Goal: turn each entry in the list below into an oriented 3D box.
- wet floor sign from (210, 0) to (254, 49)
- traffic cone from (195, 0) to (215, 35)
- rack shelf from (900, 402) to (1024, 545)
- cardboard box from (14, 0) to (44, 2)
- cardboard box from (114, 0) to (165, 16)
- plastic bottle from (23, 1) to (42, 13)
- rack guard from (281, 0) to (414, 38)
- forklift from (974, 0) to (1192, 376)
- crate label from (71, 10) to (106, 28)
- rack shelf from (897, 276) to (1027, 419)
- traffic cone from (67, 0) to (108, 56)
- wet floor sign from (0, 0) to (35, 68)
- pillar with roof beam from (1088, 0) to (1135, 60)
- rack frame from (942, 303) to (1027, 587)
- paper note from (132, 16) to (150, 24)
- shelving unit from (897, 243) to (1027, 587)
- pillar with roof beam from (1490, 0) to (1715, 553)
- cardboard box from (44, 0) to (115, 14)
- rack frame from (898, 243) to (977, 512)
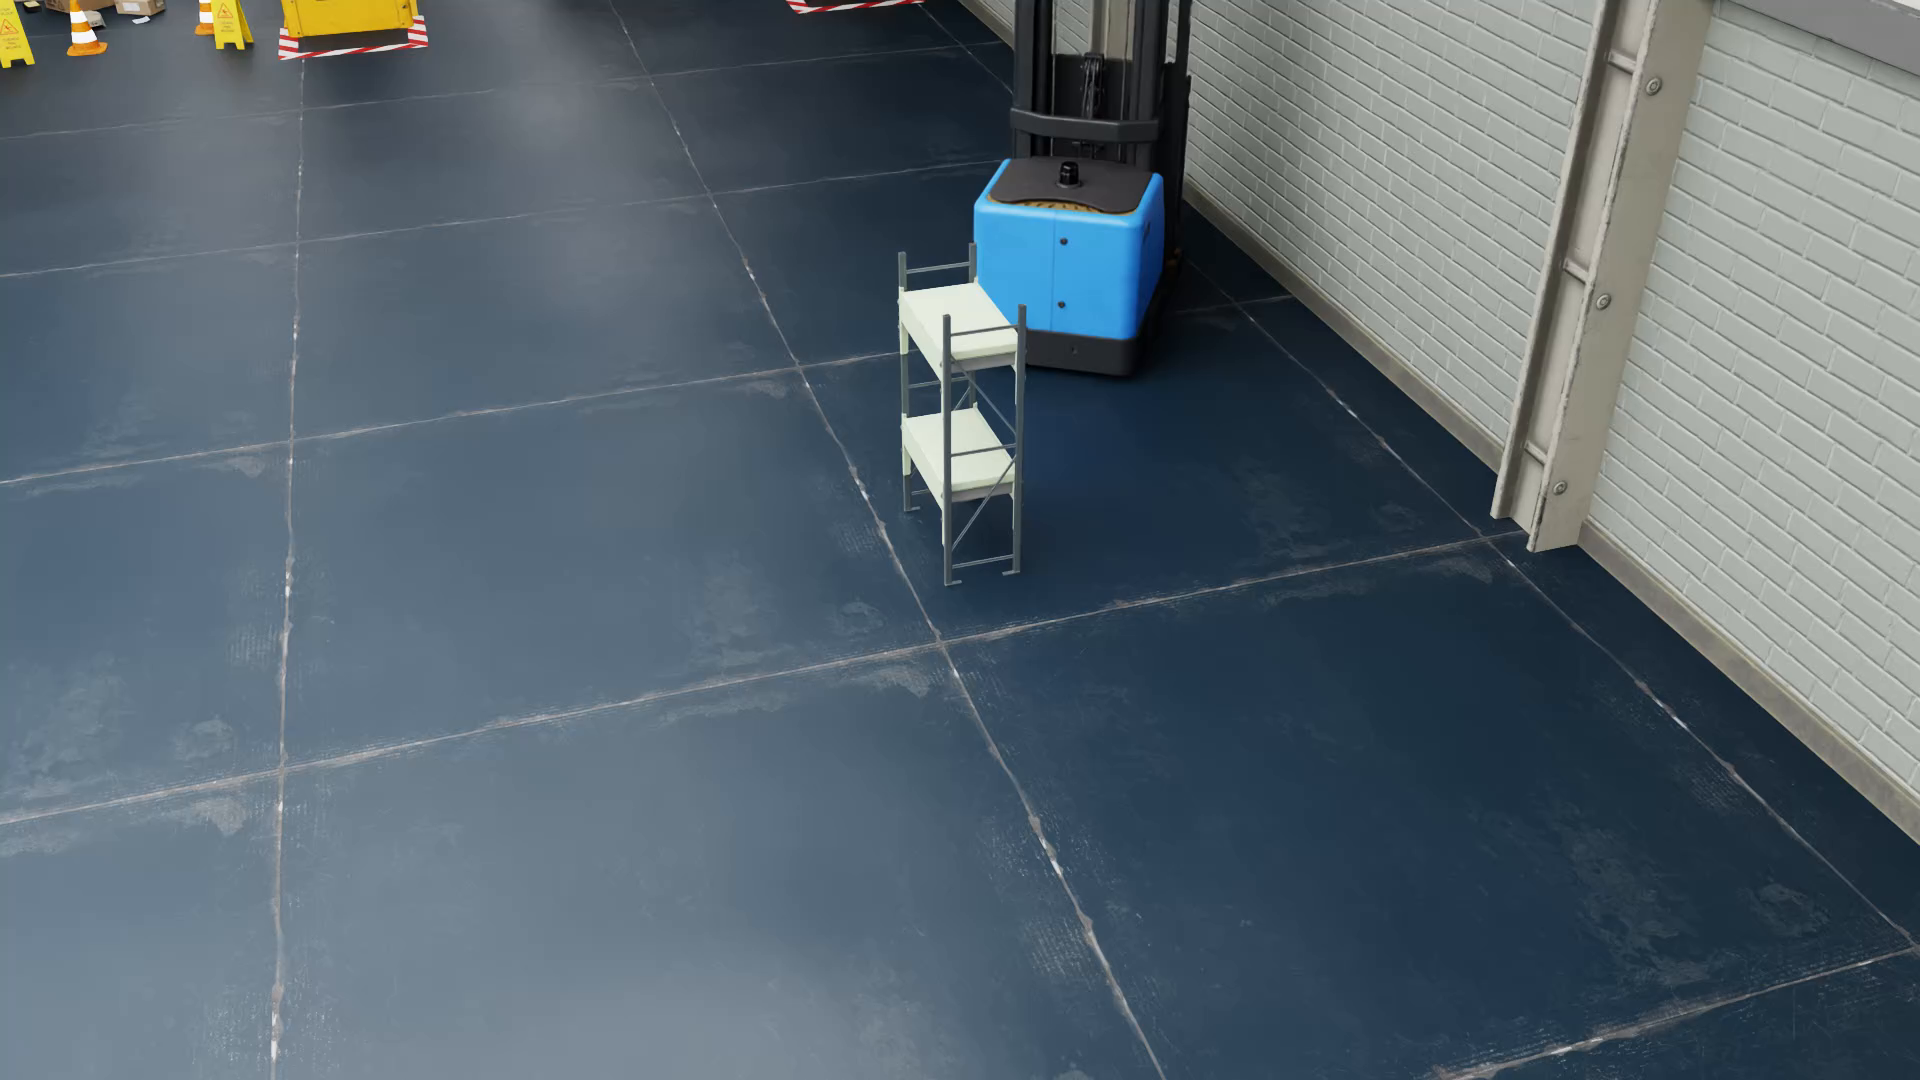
[{"bbox_3d":[-6.933,-5.000,15.731,0.267,0.644,0.232,1,33,2],"label":"wet floor sign"},{"bbox_3d":[-7.331,-5.212,16.218,0.336,0.463,0.334,-10,35,-15],"label":"traffic cone"},{"bbox_3d":[0.002,-0.350,8.511,0.431,0.370,0.720,-10,35,-15],"label":"rack shelf"},{"bbox_3d":[-9.597,-5.743,17.200,0.396,0.266,0.258,-4,34,-6],"label":"cardboard box"},{"bbox_3d":[-8.295,-5.421,16.818,0.380,0.149,0.250,7,34,10],"label":"cardboard box"},{"bbox_3d":[-9.441,-5.426,16.907,0.133,0.061,0.283,-23,40,-31],"label":"plastic bottle"},{"bbox_3d":[-5.995,-5.259,16.255,1.175,0.500,0.348,-10,35,-15],"label":"rack guard"},{"bbox_3d":[0.942,-3.032,10.680,1.130,2.935,3.031,8,34,12],"label":"forklift"},{"bbox_3d":[-8.583,-5.114,16.364,0.298,0.136,0.250,27,42,34],"label":"crate label"},{"bbox_3d":[0.002,-0.948,8.116,0.431,0.370,0.720,-10,35,-15],"label":"rack shelf"},{"bbox_3d":[-8.285,-4.847,15.666,0.336,0.463,0.334,-10,35,-15],"label":"traffic cone"},{"bbox_3d":[-8.760,-4.712,15.295,0.267,0.644,0.232,-16,37,-23],"label":"wet floor sign"},{"bbox_3d":[-2.869,-6.244,10.038,9.100,9.000,0.400,-10,35,-15],"label":"pillar with roof beam"},{"bbox_3d":[0.114,-0.430,8.040,0.400,1.500,0.023,-10,35,-15],"label":"rack frame"},{"bbox_3d":[-8.155,-5.185,16.569,0.148,0.019,0.142,-23,40,-31],"label":"paper note"},{"bbox_3d":[0.002,-0.622,8.331,0.431,1.500,0.755,-10,35,-15],"label":"shelving unit"},{"bbox_3d":[-1.039,-3.094,5.270,9.100,9.000,0.400,-10,35,-15],"label":"pillar with roof beam"},{"bbox_3d":[-8.918,-5.717,16.945,0.637,0.503,0.797,19,38,26],"label":"cardboard box"},{"bbox_3d":[-0.110,-0.814,8.622,0.400,1.500,0.023,-10,35,-15],"label":"rack frame"}]
